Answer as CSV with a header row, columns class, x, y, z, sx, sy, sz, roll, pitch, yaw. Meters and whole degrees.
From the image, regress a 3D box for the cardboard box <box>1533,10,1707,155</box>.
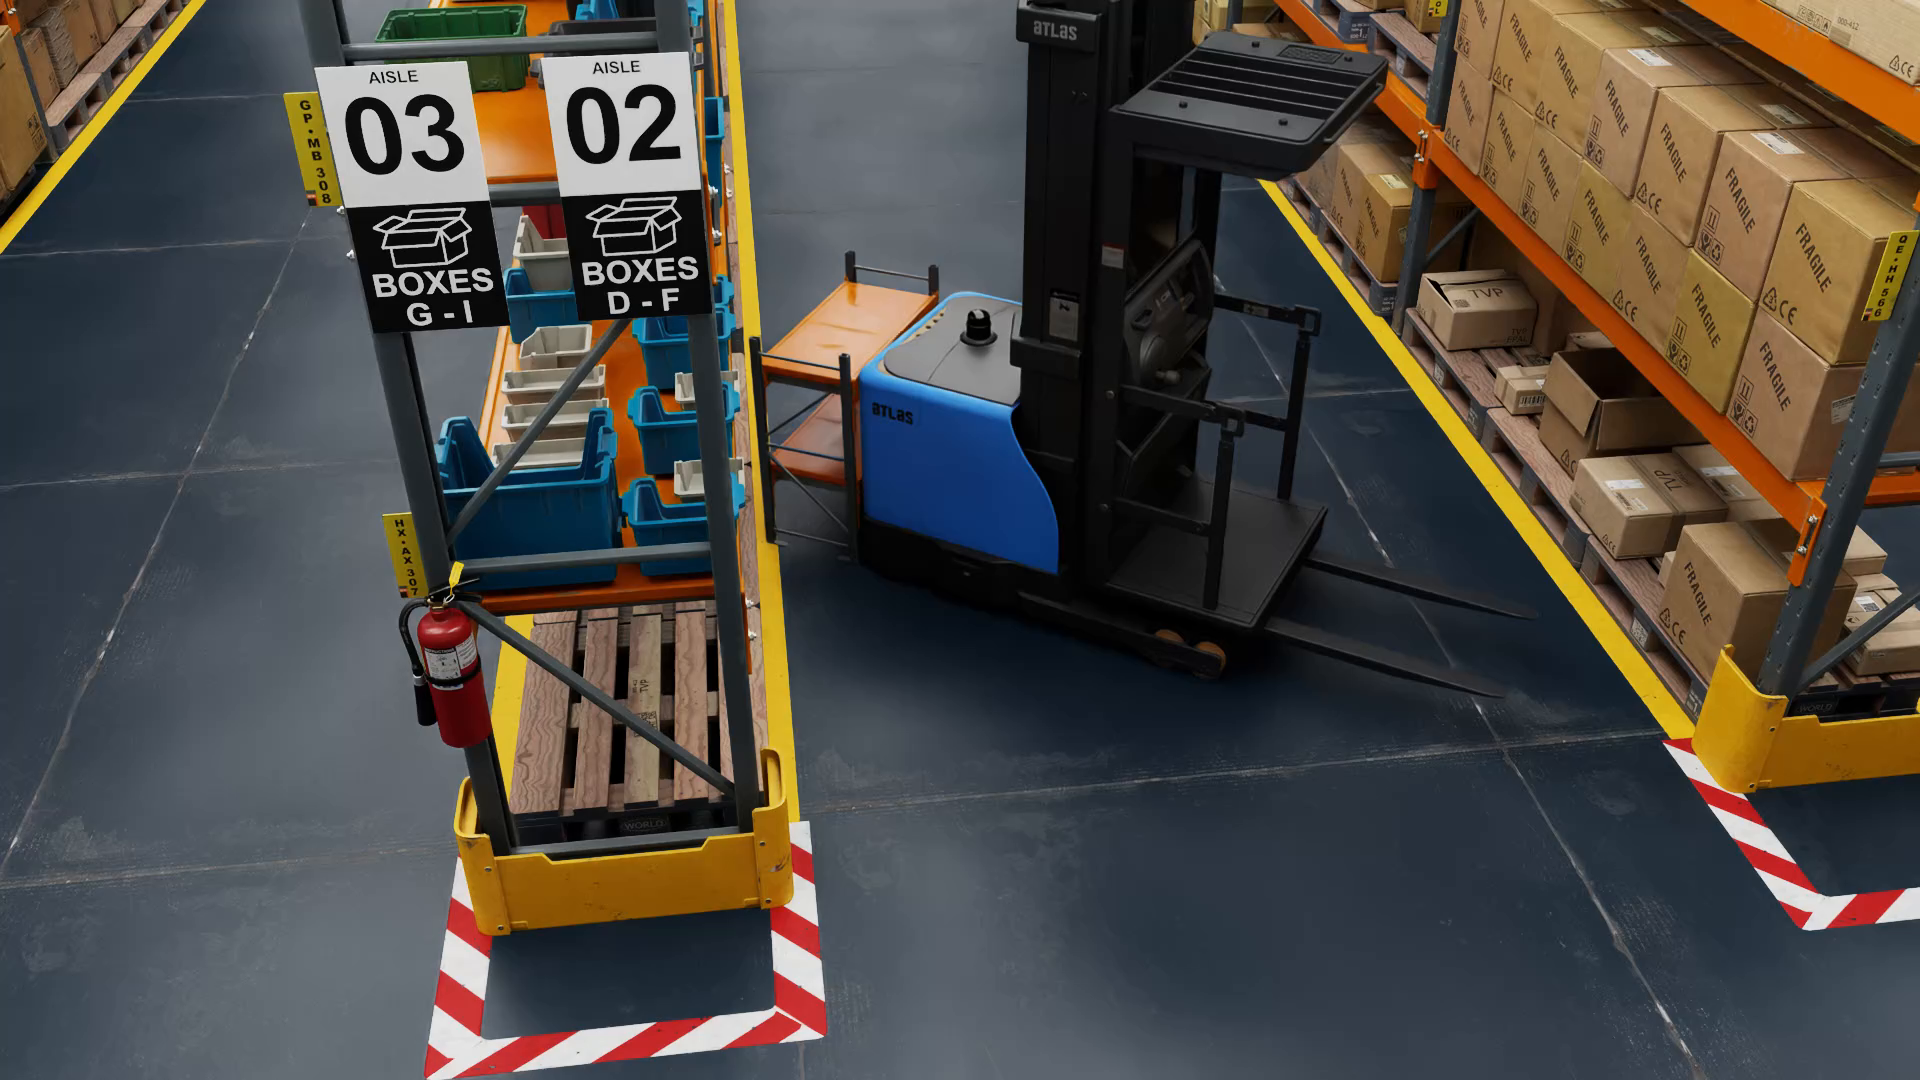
class,x,y,z,sx,sy,sz,roll,pitch,yaw
cardboard box,3.055,-2.132,7.738,0.500,0.500,0.500,-5,35,-8

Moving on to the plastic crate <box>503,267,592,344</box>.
class,x,y,z,sx,sy,sz,roll,pitch,yaw
plastic crate,-1.769,-1.014,7.169,0.416,0.233,0.300,-4,35,-6

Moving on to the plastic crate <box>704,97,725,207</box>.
class,x,y,z,sx,sy,sz,roll,pitch,yaw
plastic crate,-1.376,-1.947,8.404,0.392,0.384,0.575,-4,35,-6

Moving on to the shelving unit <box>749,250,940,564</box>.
class,x,y,z,sx,sy,sz,roll,pitch,yaw
shelving unit,-0.532,-0.675,8.235,0.538,1.125,1.048,13,36,19

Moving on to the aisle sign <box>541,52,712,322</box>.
class,x,y,z,sx,sy,sz,roll,pitch,yaw
aisle sign,-0.935,-0.988,4.728,0.394,0.787,0.004,-4,35,-6

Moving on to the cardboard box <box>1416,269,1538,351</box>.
class,x,y,z,sx,sy,sz,roll,pitch,yaw
cardboard box,2.974,-1.357,9.574,0.500,0.311,0.500,-4,35,-6

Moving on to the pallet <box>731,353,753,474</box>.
class,x,y,z,sx,sy,sz,roll,pitch,yaw
pallet,-1.640,-0.604,8.949,1.003,0.211,1.213,-4,35,-6

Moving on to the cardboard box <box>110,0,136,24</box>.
class,x,y,z,sx,sy,sz,roll,pitch,yaw
cardboard box,-7.654,-4.790,14.444,0.700,0.500,0.500,-5,35,-7

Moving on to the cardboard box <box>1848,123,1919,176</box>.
class,x,y,z,sx,sy,sz,roll,pitch,yaw
cardboard box,3.794,-1.318,6.543,0.500,0.500,0.500,-4,34,-6

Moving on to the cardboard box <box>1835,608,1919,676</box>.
class,x,y,z,sx,sy,sz,roll,pitch,yaw
cardboard box,3.954,0.432,7.093,0.380,0.149,0.250,-4,35,-6

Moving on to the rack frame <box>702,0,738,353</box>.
class,x,y,z,sx,sy,sz,roll,pitch,yaw
rack frame,-1.777,-2.163,8.761,1.000,3.000,0.127,-4,35,-6

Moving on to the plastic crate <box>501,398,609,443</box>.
class,x,y,z,sx,sy,sz,roll,pitch,yaw
plastic crate,-1.553,-0.451,6.430,0.396,0.136,0.243,-4,35,-6

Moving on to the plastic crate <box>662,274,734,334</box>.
class,x,y,z,sx,sy,sz,roll,pitch,yaw
plastic crate,-1.163,-0.952,7.079,0.416,0.233,0.300,-4,35,-6

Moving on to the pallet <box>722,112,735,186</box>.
class,x,y,z,sx,sy,sz,roll,pitch,yaw
pallet,-2.168,-2.807,12.181,1.003,0.211,1.213,-4,35,-6

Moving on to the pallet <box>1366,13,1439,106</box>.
class,x,y,z,sx,sy,sz,roll,pitch,yaw
pallet,3.133,-2.911,10.029,1.003,0.211,1.213,-4,35,-6

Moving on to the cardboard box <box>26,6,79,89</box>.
class,x,y,z,sx,sy,sz,roll,pitch,yaw
cardboard box,-7.420,-3.850,13.065,0.700,0.500,0.500,-7,35,-10

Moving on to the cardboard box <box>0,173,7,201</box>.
class,x,y,z,sx,sy,sz,roll,pitch,yaw
cardboard box,-7.039,-2.431,10.668,1.225,0.875,0.875,-4,35,-6

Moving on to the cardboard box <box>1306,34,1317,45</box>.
class,x,y,z,sx,sy,sz,roll,pitch,yaw
cardboard box,2.814,-4.120,13.701,0.500,0.250,0.500,-4,35,-7

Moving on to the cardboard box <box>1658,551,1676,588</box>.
class,x,y,z,sx,sy,sz,roll,pitch,yaw
cardboard box,3.387,0.167,7.467,0.380,0.166,0.250,-4,35,-6

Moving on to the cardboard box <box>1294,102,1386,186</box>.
class,x,y,z,sx,sy,sz,roll,pitch,yaw
cardboard box,2.586,-2.779,11.493,0.500,0.500,0.500,-5,35,-8

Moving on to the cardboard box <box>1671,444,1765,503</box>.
class,x,y,z,sx,sy,sz,roll,pitch,yaw
cardboard box,3.743,-0.233,7.979,0.500,0.250,0.500,-4,35,-6

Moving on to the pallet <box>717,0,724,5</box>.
class,x,y,z,sx,sy,sz,roll,pitch,yaw
pallet,-2.709,-5.040,15.458,1.003,0.211,1.213,-4,35,-6

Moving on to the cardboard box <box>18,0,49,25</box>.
class,x,y,z,sx,sy,sz,roll,pitch,yaw
cardboard box,-7.424,-4.146,12.833,0.500,0.250,0.500,-1,34,-1

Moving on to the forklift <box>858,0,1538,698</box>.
class,x,y,z,sx,sy,sz,roll,pitch,yaw
forklift,1.073,-0.937,7.022,3.031,2.935,1.130,16,38,23

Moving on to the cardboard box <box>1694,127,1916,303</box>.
class,x,y,z,sx,sy,sz,roll,pitch,yaw
cardboard box,3.269,-1.268,6.471,0.500,0.500,0.500,-3,34,-5

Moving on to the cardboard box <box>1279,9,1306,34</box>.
class,x,y,z,sx,sy,sz,roll,pitch,yaw
cardboard box,2.814,-4.352,13.544,0.500,0.311,0.500,-3,34,-5

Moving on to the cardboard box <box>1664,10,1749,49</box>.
class,x,y,z,sx,sy,sz,roll,pitch,yaw
cardboard box,3.596,-2.162,7.782,0.500,0.500,0.500,-4,34,-6

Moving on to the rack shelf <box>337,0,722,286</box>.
class,x,y,z,sx,sy,sz,roll,pitch,yaw
rack shelf,-1.508,-1.990,6.481,1.077,0.370,4.000,-4,35,-6

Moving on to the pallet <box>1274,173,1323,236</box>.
class,x,y,z,sx,sy,sz,roll,pitch,yaw
pallet,2.818,-2.518,11.757,1.003,0.211,1.213,-4,35,-6

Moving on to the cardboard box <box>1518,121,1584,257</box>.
class,x,y,z,sx,sy,sz,roll,pitch,yaw
cardboard box,3.067,-1.708,8.004,0.500,0.500,0.500,-5,35,-7

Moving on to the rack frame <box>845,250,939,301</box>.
class,x,y,z,sx,sy,sz,roll,pitch,yaw
rack frame,-0.339,-0.939,8.624,0.500,1.125,0.032,13,36,19

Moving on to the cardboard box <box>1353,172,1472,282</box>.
class,x,y,z,sx,sy,sz,roll,pitch,yaw
cardboard box,2.781,-1.939,10.261,0.500,0.500,0.500,-5,35,-7

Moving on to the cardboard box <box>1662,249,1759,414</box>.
class,x,y,z,sx,sy,sz,roll,pitch,yaw
cardboard box,3.267,-0.864,6.766,0.500,0.500,0.500,-4,34,-6

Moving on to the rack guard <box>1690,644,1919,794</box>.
class,x,y,z,sx,sy,sz,roll,pitch,yaw
rack guard,3.660,0.686,6.799,1.175,0.500,0.348,-4,35,-6

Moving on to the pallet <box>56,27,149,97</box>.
class,x,y,z,sx,sy,sz,roll,pitch,yaw
pallet,-7.487,-3.984,13.908,1.003,0.211,1.213,-4,35,-6

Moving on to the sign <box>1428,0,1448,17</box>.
class,x,y,z,sx,sy,sz,roll,pitch,yaw
sign,2.582,-2.971,8.918,0.100,0.325,0.005,-4,35,-6

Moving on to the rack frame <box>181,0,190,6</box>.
class,x,y,z,sx,sy,sz,roll,pitch,yaw
rack frame,-7.761,-6.253,14.761,1.000,3.000,0.127,-4,35,-6

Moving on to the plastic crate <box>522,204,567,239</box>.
class,x,y,z,sx,sy,sz,roll,pitch,yaw
plastic crate,-1.905,-1.697,7.967,0.402,0.464,0.583,-4,35,-6

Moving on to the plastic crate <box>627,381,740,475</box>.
class,x,y,z,sx,sy,sz,roll,pitch,yaw
plastic crate,-1.035,-0.417,6.294,0.416,0.233,0.300,-4,35,-6

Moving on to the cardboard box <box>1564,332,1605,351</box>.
class,x,y,z,sx,sy,sz,roll,pitch,yaw
cardboard box,3.599,-1.039,9.252,0.380,0.149,0.250,-4,35,-6

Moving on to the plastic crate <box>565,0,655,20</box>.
class,x,y,z,sx,sy,sz,roll,pitch,yaw
plastic crate,-1.172,-2.019,5.940,0.504,0.338,0.767,-4,35,-6

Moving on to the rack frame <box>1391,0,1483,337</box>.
class,x,y,z,sx,sy,sz,roll,pitch,yaw
rack frame,3.132,-2.537,9.309,1.000,3.000,0.127,-4,35,-6

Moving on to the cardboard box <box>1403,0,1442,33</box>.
class,x,y,z,sx,sy,sz,roll,pitch,yaw
cardboard box,3.134,-3.412,10.131,0.700,0.500,0.500,1,34,1

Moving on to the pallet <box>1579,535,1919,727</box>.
class,x,y,z,sx,sy,sz,roll,pitch,yaw
pallet,3.551,0.361,7.533,1.003,0.211,1.213,-4,35,-6

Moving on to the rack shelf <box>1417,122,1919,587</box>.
class,x,y,z,sx,sy,sz,roll,pitch,yaw
rack shelf,3.401,-1.123,7.873,1.077,0.370,4.000,-4,35,-6
